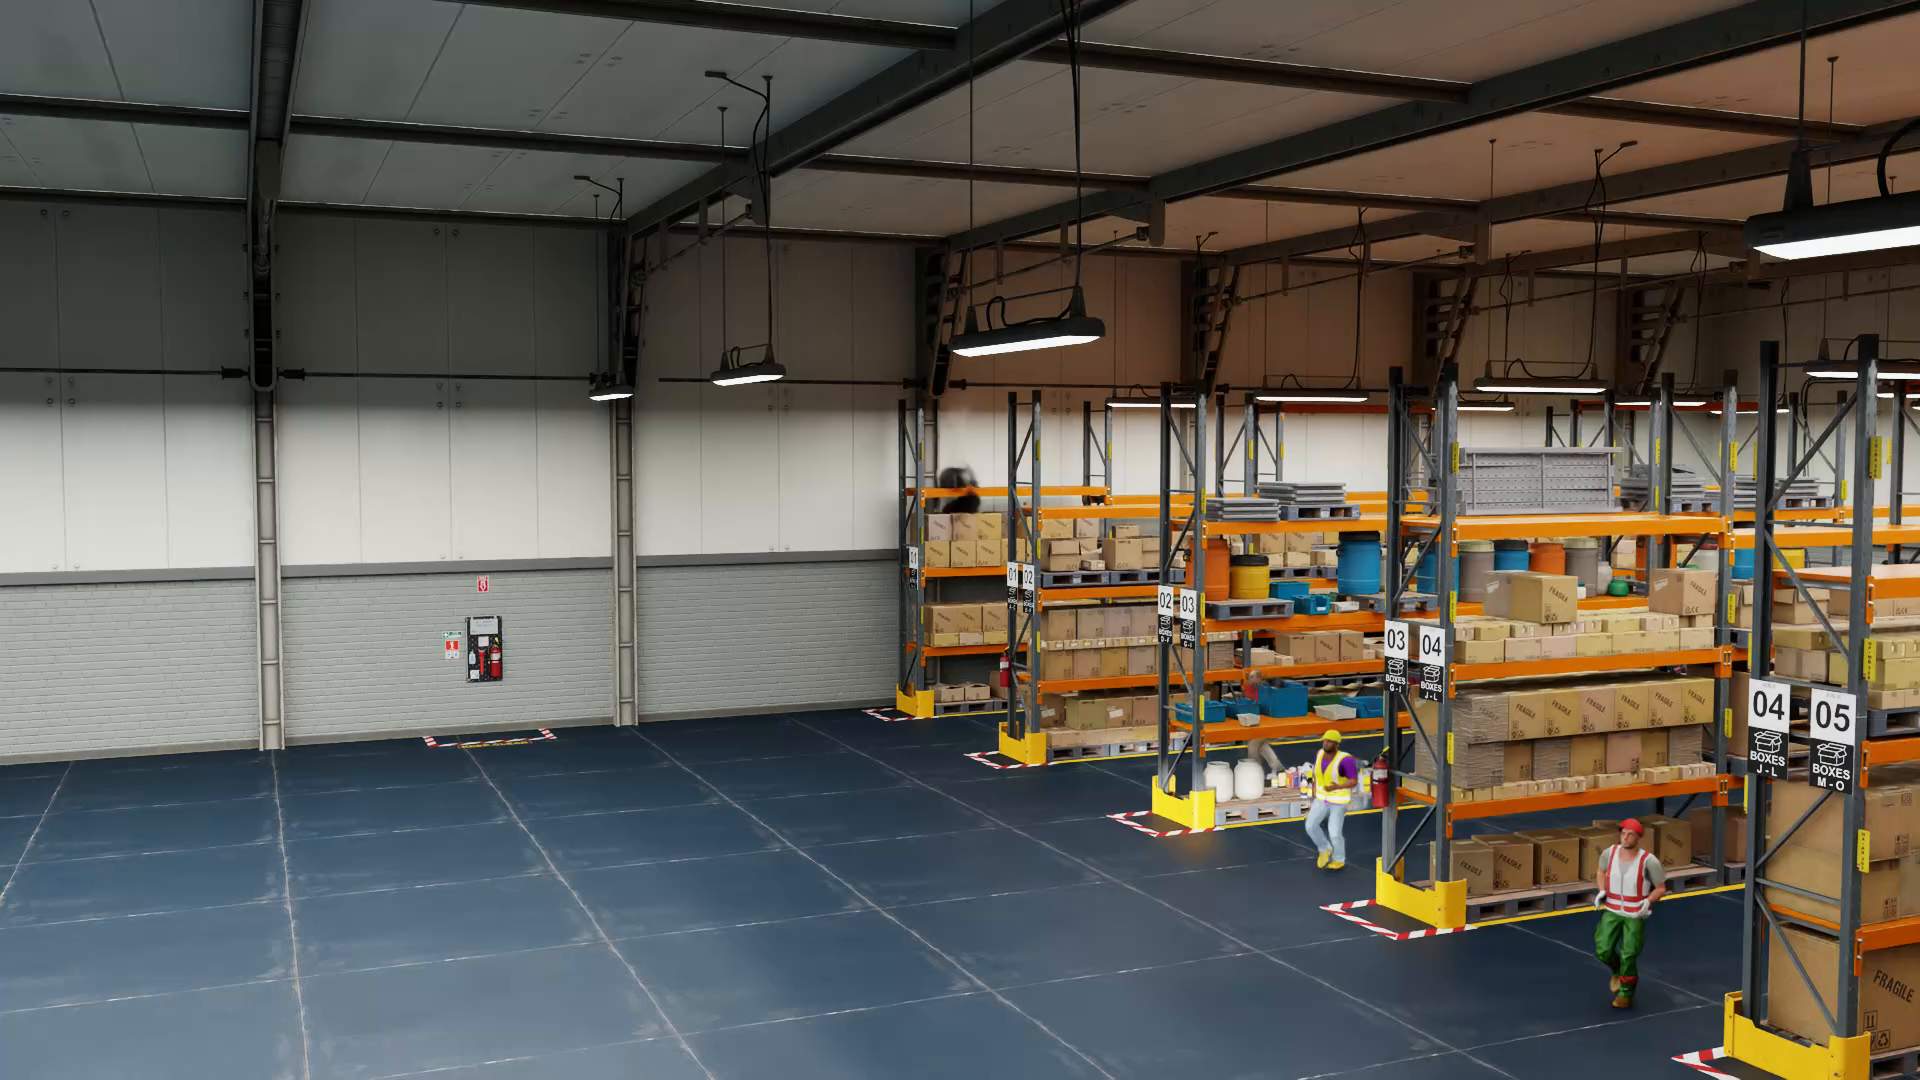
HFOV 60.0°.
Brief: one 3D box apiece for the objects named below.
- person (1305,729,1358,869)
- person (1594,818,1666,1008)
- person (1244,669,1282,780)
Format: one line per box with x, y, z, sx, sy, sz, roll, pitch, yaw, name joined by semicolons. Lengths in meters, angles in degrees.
4.443;3.118;19.933;0.691;1.712;0.682;3;5;44;person
6.063;3.399;15.151;0.636;1.737;0.580;3;4;40;person
4.533;2.829;25.124;0.909;1.767;0.608;-1;4;-21;person
